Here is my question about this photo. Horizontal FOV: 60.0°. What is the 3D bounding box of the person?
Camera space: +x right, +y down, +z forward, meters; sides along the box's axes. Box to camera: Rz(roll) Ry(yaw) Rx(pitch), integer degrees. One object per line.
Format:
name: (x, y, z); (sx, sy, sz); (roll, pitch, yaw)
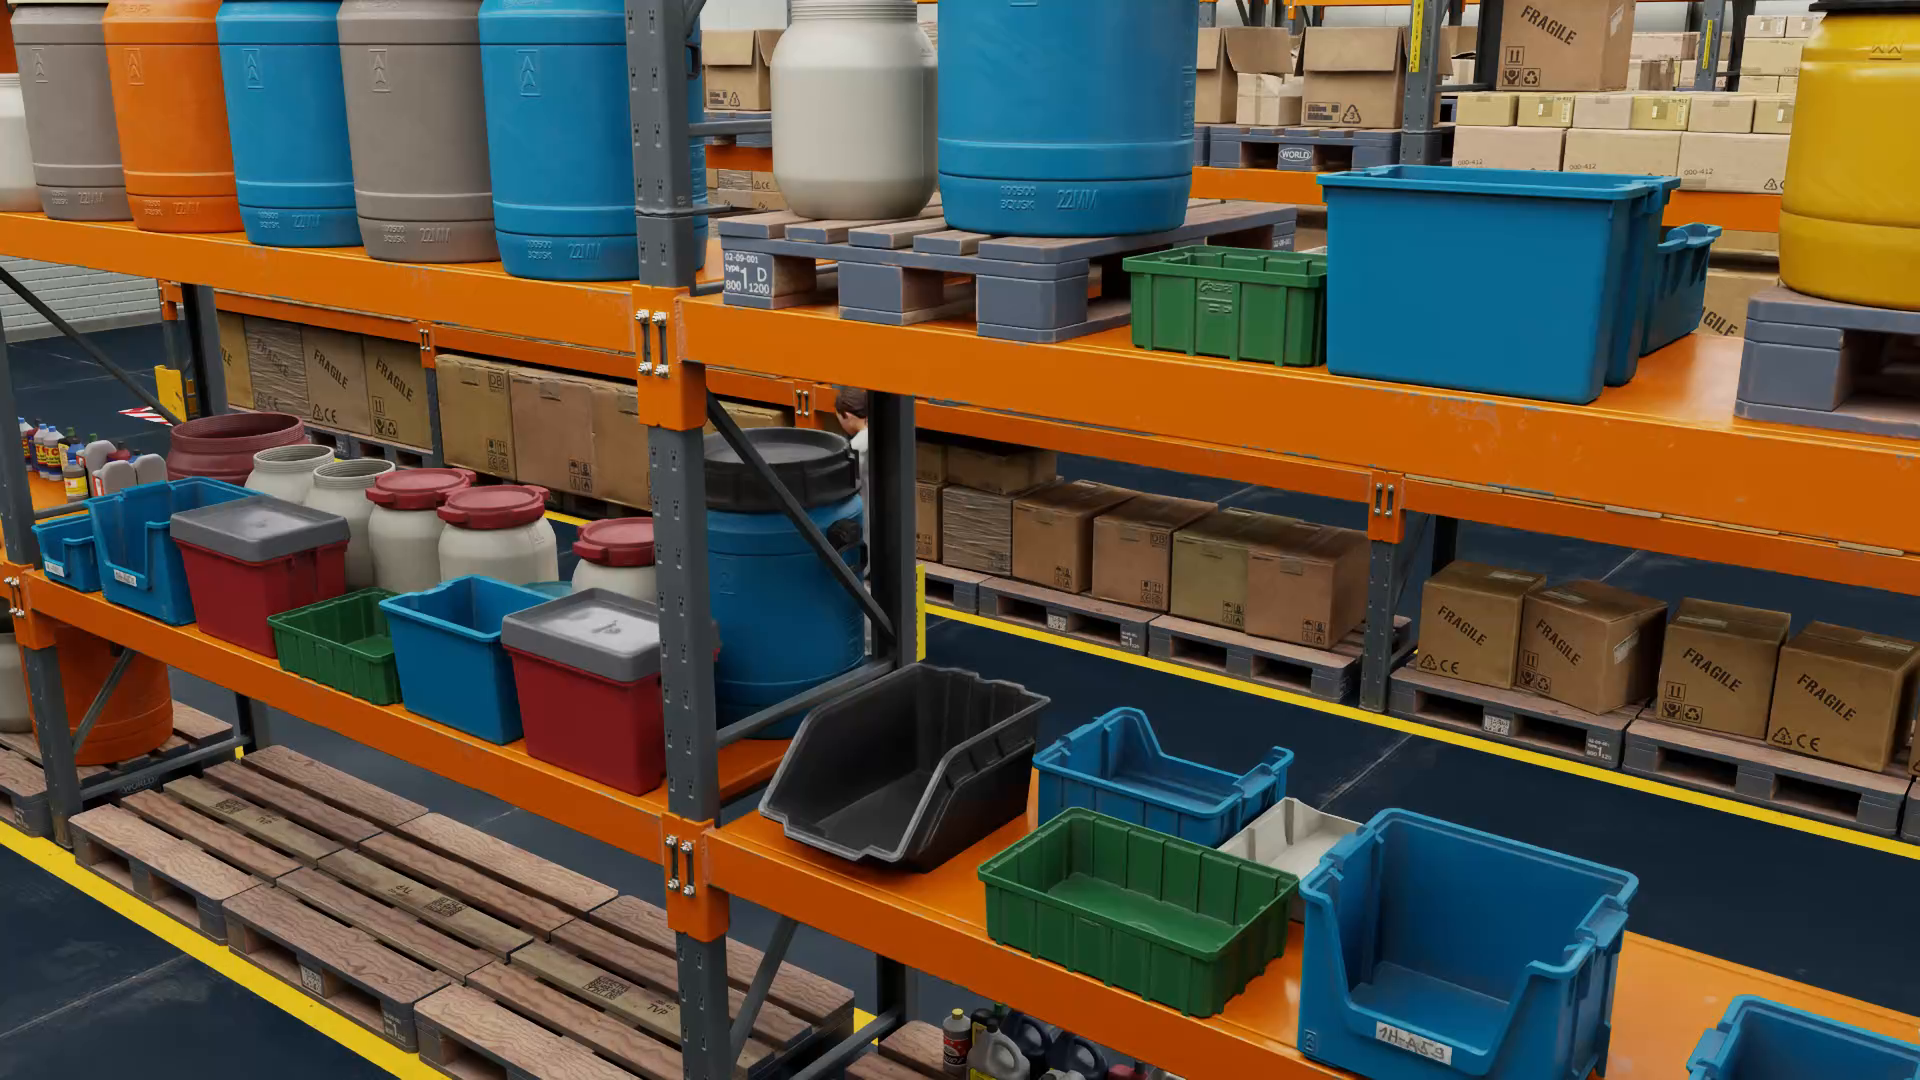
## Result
person: (-0.534, 0.006, 9.628); (0.668, 1.333, 0.491); (12, 20, 35)
